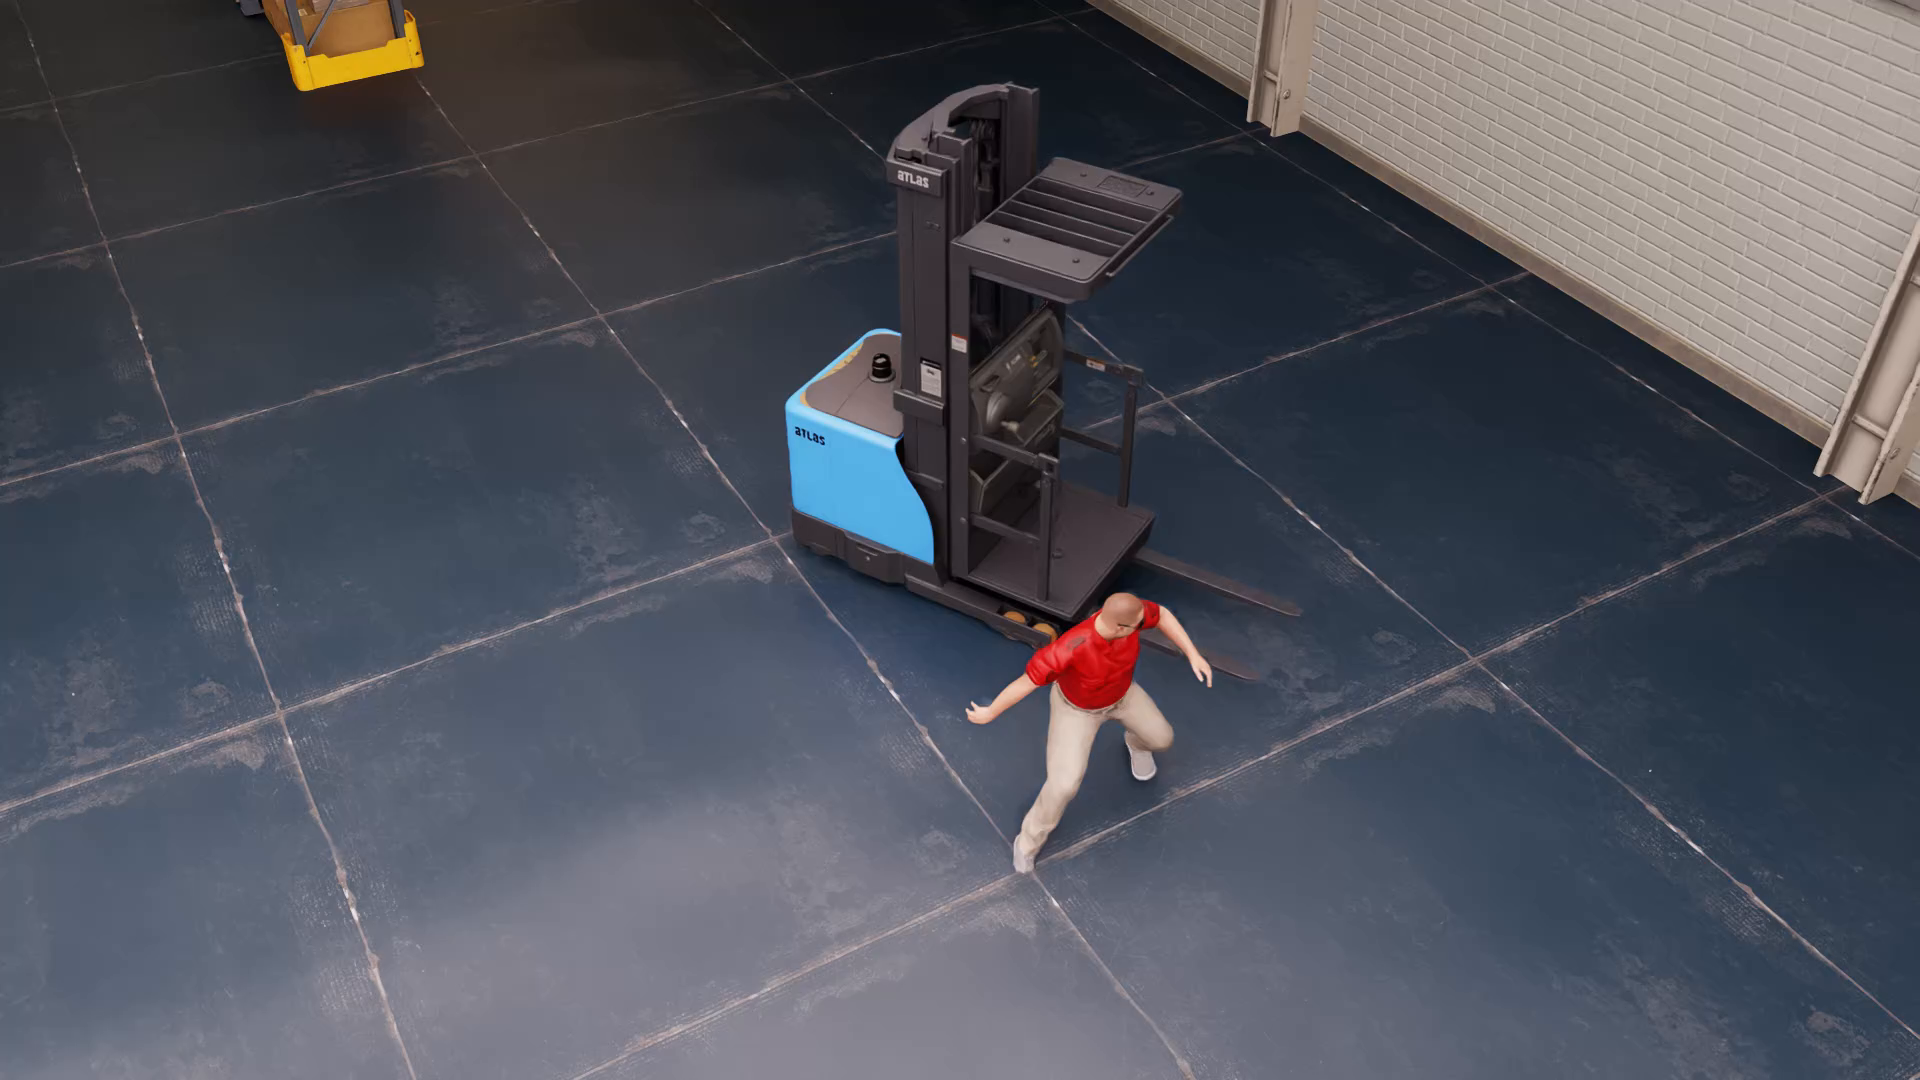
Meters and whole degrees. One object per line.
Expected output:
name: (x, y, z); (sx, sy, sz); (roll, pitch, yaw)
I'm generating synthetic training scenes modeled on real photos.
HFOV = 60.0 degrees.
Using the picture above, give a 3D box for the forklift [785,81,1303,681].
forklift: (0.496, -0.875, 9.091); (3.031, 2.935, 1.130); (21, 44, 24)

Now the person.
person: (0.635, 0.870, 8.164); (1.109, 1.703, 0.578); (-20, 44, -23)
